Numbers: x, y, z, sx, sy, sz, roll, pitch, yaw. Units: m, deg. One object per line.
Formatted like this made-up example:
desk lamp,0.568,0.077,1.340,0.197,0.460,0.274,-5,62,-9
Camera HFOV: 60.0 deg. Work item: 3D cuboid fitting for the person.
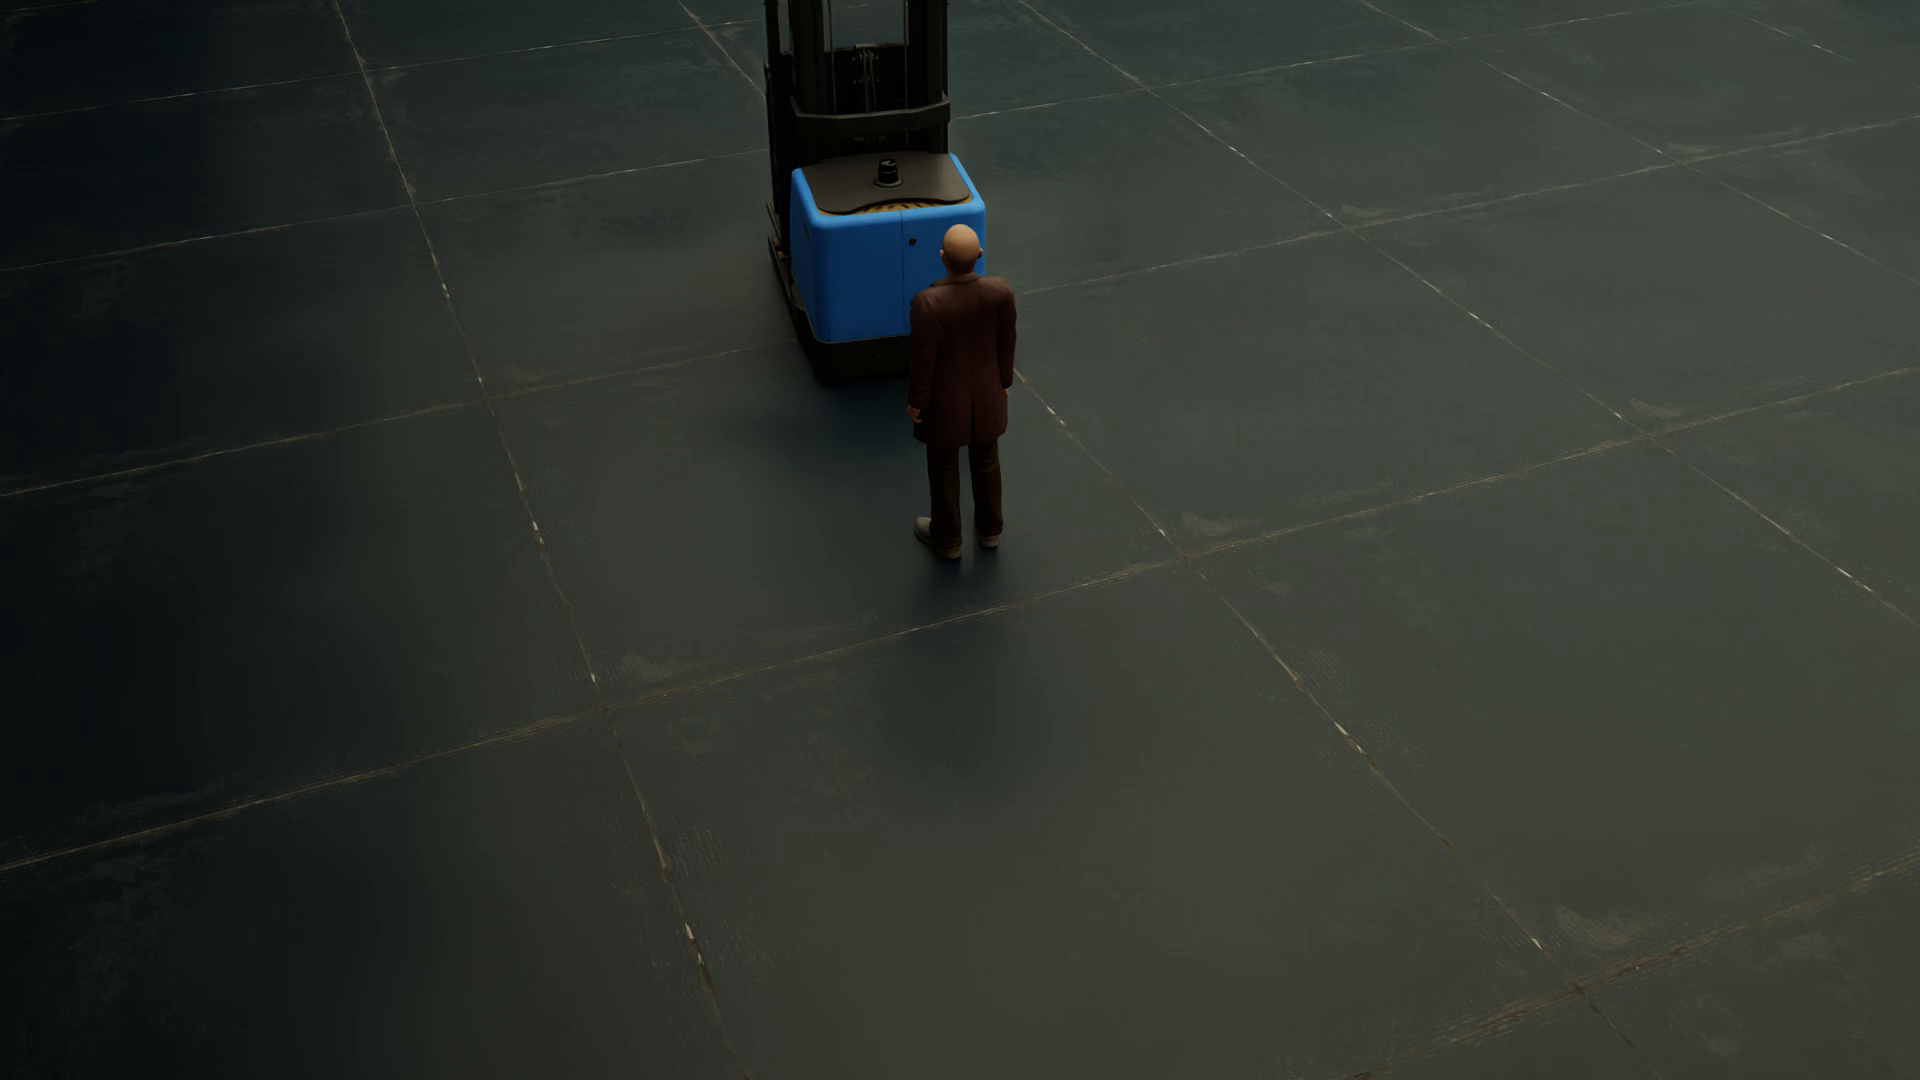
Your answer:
person,-0.018,-0.734,8.123,0.551,1.782,0.390,-14,38,-19

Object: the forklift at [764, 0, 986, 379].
forklift,-0.674,-3.000,10.317,1.130,2.935,3.031,-8,36,-11
